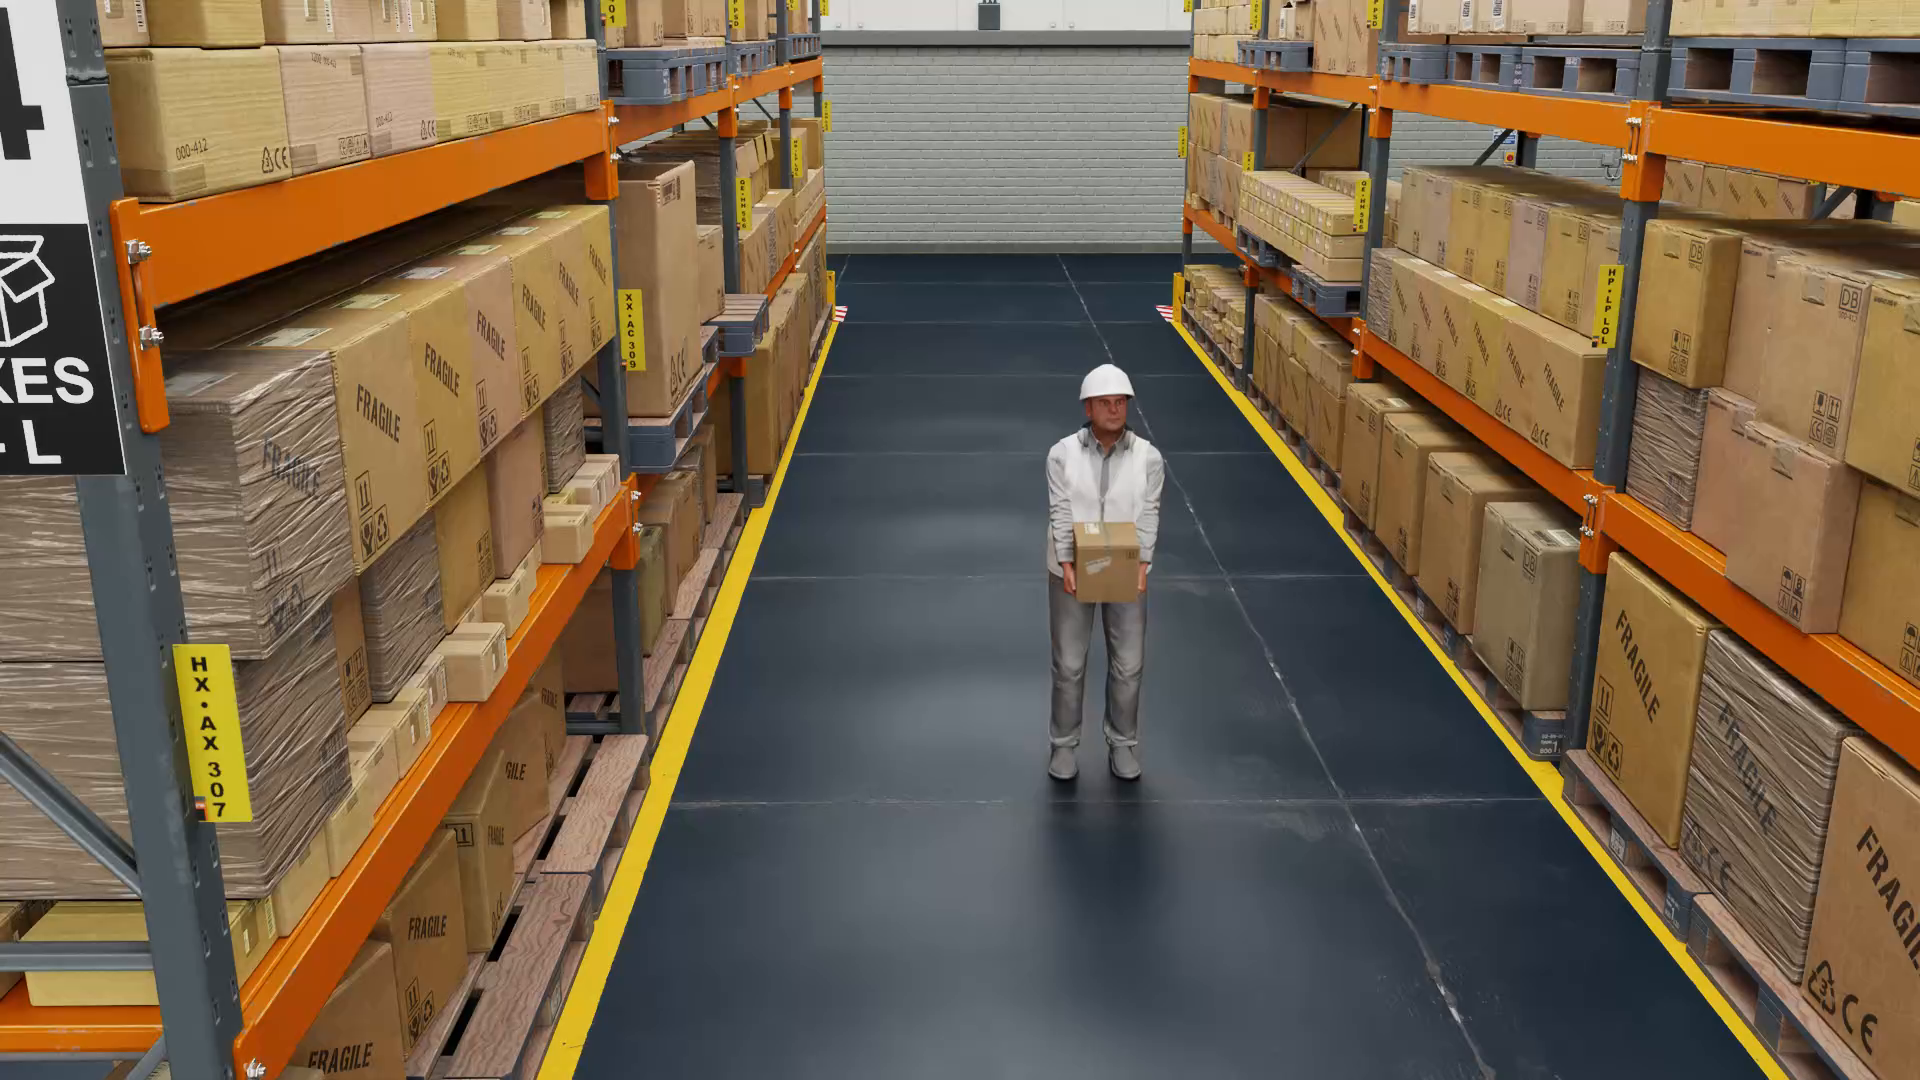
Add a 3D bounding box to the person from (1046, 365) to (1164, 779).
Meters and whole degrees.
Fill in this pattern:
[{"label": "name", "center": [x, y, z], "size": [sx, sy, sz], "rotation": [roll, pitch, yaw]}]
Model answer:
[{"label": "person", "center": [0.606, 0.168, 6.964], "size": [0.494, 1.762, 0.564], "rotation": [0, 17, 0]}]
